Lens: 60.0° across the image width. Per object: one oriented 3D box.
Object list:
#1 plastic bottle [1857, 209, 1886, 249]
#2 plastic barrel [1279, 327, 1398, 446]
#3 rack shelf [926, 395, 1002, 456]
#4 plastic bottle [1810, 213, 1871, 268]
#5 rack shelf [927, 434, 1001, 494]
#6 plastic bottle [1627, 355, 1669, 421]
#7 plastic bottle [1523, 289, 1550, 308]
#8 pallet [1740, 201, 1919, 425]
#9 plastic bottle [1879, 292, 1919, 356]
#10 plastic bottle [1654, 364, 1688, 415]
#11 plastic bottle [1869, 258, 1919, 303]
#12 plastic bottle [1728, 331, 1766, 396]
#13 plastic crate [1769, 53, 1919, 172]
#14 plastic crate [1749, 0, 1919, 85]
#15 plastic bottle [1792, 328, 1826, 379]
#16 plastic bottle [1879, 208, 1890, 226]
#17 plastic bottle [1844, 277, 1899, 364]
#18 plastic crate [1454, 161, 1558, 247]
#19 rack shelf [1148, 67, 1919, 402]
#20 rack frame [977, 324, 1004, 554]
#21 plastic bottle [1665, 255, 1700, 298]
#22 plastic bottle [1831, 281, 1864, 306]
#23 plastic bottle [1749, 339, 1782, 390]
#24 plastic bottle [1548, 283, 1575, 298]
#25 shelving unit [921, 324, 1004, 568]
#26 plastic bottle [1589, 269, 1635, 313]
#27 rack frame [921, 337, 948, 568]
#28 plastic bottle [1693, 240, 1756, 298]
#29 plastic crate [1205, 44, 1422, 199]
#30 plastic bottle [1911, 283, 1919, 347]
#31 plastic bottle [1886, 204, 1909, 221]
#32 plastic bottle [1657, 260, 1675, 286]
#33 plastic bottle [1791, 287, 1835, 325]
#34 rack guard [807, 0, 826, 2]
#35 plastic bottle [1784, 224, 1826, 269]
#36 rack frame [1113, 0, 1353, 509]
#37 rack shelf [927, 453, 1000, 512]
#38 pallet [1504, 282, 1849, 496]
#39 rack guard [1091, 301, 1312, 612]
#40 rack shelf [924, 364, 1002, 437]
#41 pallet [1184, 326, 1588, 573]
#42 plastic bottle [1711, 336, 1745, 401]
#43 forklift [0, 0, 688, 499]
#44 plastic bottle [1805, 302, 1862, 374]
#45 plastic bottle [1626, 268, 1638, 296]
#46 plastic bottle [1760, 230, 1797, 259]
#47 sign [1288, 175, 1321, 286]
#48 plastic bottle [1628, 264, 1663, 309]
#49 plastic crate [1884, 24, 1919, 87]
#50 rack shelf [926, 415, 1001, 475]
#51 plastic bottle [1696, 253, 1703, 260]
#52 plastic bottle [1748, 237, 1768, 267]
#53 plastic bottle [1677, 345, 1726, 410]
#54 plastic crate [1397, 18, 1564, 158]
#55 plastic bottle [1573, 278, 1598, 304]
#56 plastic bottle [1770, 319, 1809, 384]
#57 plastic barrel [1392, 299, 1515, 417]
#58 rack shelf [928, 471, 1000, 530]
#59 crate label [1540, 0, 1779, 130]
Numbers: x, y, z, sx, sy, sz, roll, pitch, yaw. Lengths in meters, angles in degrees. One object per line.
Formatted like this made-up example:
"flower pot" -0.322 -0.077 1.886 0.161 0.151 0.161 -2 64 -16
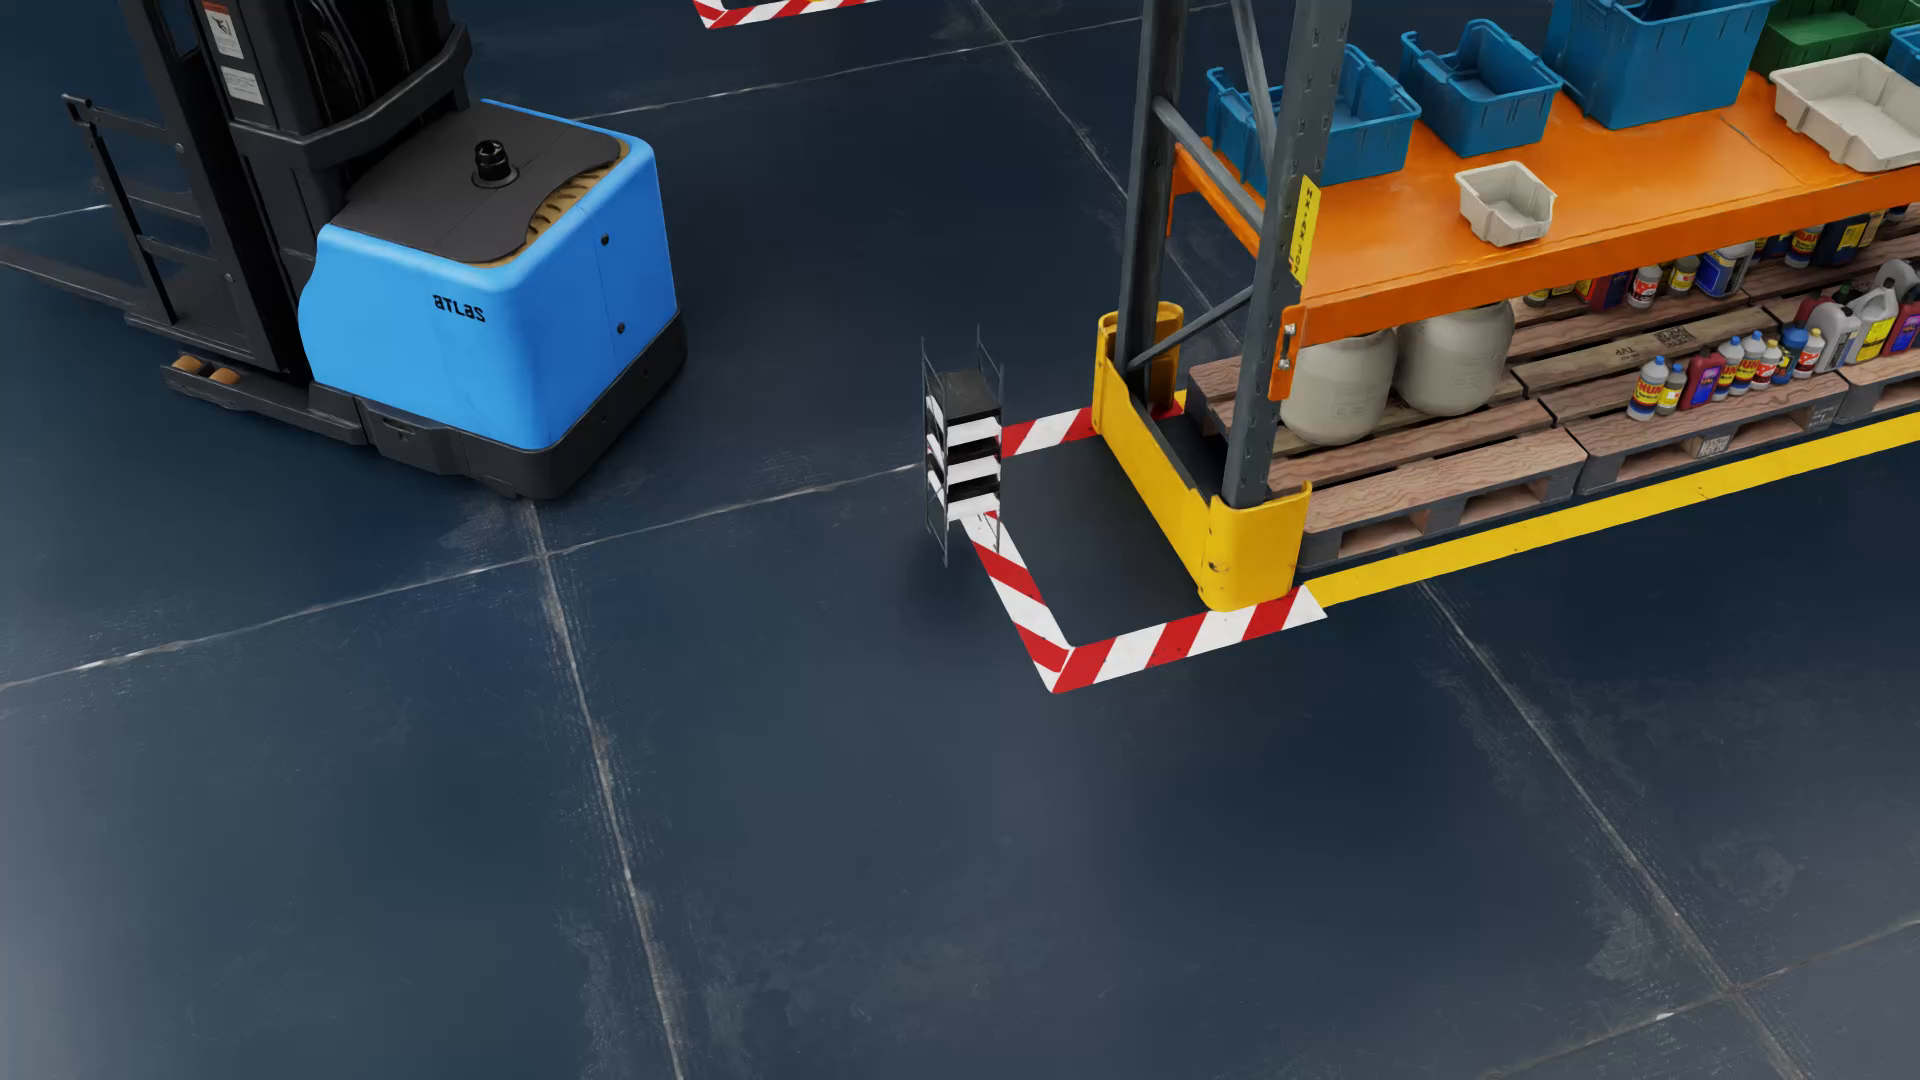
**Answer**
"plastic bottle" 3.872 -1.374 7.109 0.133 0.283 0.061 -14 47 -14
"plastic barrel" 1.410 -0.646 6.236 0.421 0.512 0.421 0 45 0
"rack shelf" 0.007 -0.423 5.829 0.200 0.077 0.258 -14 47 -14
"plastic bottle" 3.728 -1.335 7.023 0.185 0.351 0.144 -14 47 -14
"rack shelf" 0.007 -0.296 5.957 0.200 0.077 0.258 -14 47 -14
"plastic bottle" 2.628 -0.587 6.333 0.097 0.271 0.097 0 45 0
"plastic bottle" 2.395 -1.068 6.862 0.097 0.201 0.097 0 45 0
"pallet" 3.933 -1.011 7.108 1.213 0.211 1.003 -14 47 -14
"plastic bottle" 3.752 -0.865 6.602 0.133 0.283 0.061 -11 46 -11
"plastic bottle" 2.725 -0.588 6.383 0.097 0.201 0.097 0 45 0
"plastic bottle" 3.817 -1.022 6.763 0.135 0.276 0.152 -14 47 -14
"plastic bottle" 3.044 -0.694 6.440 0.097 0.271 0.097 0 45 0
"plastic crate" 3.138 -1.477 5.790 0.437 0.136 0.530 -14 47 -14
"plastic crate" 3.206 -1.916 6.191 0.662 0.188 0.450 -14 47 -14
"plastic bottle" 3.331 -0.743 6.537 0.097 0.201 0.097 0 45 0
"plastic bottle" 4.035 -1.487 7.280 0.097 0.201 0.097 0 45 0
"plastic bottle" 3.587 -0.878 6.567 0.185 0.351 0.144 -15 47 -14
"plastic crate" 1.768 -1.075 5.389 0.250 0.136 0.298 -14 47 -14
"rack shelf" 2.698 -1.394 6.029 4.000 0.370 1.077 -14 47 -14
"rack frame" 0.103 -0.344 5.957 0.006 0.900 0.240 -14 47 -14
"plastic bottle" 3.009 -1.116 6.910 0.097 0.201 0.097 0 45 0
"plastic bottle" 3.528 -0.917 6.653 0.133 0.283 0.061 -14 47 -14
"plastic bottle" 3.138 -0.693 6.488 0.097 0.201 0.097 0 45 0
"plastic bottle" 2.499 -1.137 6.873 0.133 0.283 0.061 -13 47 -13
"shelving unit" 0.007 -0.320 5.933 0.210 0.900 0.258 -14 47 -14
"plastic bottle" 2.678 -1.069 6.804 0.133 0.283 0.061 -14 47 -14
"rack frame" -0.088 -0.295 5.909 0.006 0.900 0.240 -14 47 -14
"plastic bottle" 3.176 -1.165 6.905 0.135 0.276 0.152 -14 47 -14
"plastic crate" 1.186 -1.434 5.667 0.616 0.251 0.499 -14 47 -14
"plastic bottle" 3.891 -0.956 6.645 0.185 0.351 0.144 -17 47 -16
"plastic bottle" 4.131 -1.536 7.279 0.097 0.271 0.097 0 45 0
"plastic bottle" 2.927 -1.239 6.927 0.185 0.351 0.144 -13 46 -12
"plastic bottle" 3.396 -0.889 6.625 0.133 0.283 0.061 -14 47 -14
"rack guard" -0.884 -3.580 9.465 0.348 0.500 1.175 -14 47 -14
"plastic bottle" 3.584 -1.288 7.032 0.097 0.271 0.097 0 45 0
"rack frame" 0.817 -1.167 5.295 0.127 3.000 1.000 -14 47 -14
"rack shelf" 0.007 -0.233 6.020 0.200 0.077 0.258 -14 47 -14
"pallet" 2.784 -0.715 6.813 1.213 0.211 1.003 -14 47 -14
"rack guard" 0.872 -0.334 6.230 0.348 0.500 1.175 -14 47 -14
"rack shelf" 0.007 -0.487 5.765 0.200 0.077 0.258 -14 47 -14
"pallet" 1.638 -0.424 6.523 1.213 0.211 1.003 -14 47 -14
"plastic bottle" 2.950 -0.670 6.416 0.097 0.271 0.097 0 45 0
"forklift" -2.694 -1.890 6.065 3.031 2.935 1.130 18 48 17
"plastic bottle" 3.433 -0.815 6.557 0.135 0.276 0.152 -14 47 -13
"plastic bottle" 2.772 -1.170 6.911 0.135 0.276 0.152 -16 47 -15
"plastic bottle" 3.501 -1.386 7.073 0.185 0.351 0.144 -16 47 -16
"sign" 0.999 -0.897 4.831 0.005 0.325 0.100 -14 47 -14
"plastic bottle" 2.832 -1.065 6.859 0.097 0.201 0.097 0 45 0
"plastic crate" 3.630 -1.629 5.861 0.616 0.251 0.499 -14 47 -14
"rack shelf" 0.007 -0.360 5.893 0.200 0.077 0.258 -14 47 -14
"plastic bottle" 3.102 -1.284 6.971 0.185 0.351 0.144 -15 47 -14
"plastic bottle" 3.376 -1.298 7.041 0.097 0.271 0.097 0 45 0
"plastic bottle" 2.847 -0.634 6.371 0.133 0.283 0.061 -14 47 -13
"plastic crate" 1.799 -1.586 5.818 0.408 0.251 0.499 -14 47 -14
"plastic bottle" 2.642 -1.137 6.878 0.135 0.276 0.152 -14 47 -14
"plastic bottle" 3.235 -0.743 6.488 0.097 0.271 0.097 0 45 0
"plastic barrel" 1.881 -0.767 6.356 0.421 0.512 0.421 0 45 0
"rack shelf" 0.008 -0.169 6.084 0.200 0.077 0.258 -14 47 -14
"crate label" 2.456 -1.802 5.903 0.616 0.435 0.502 -14 47 -14
